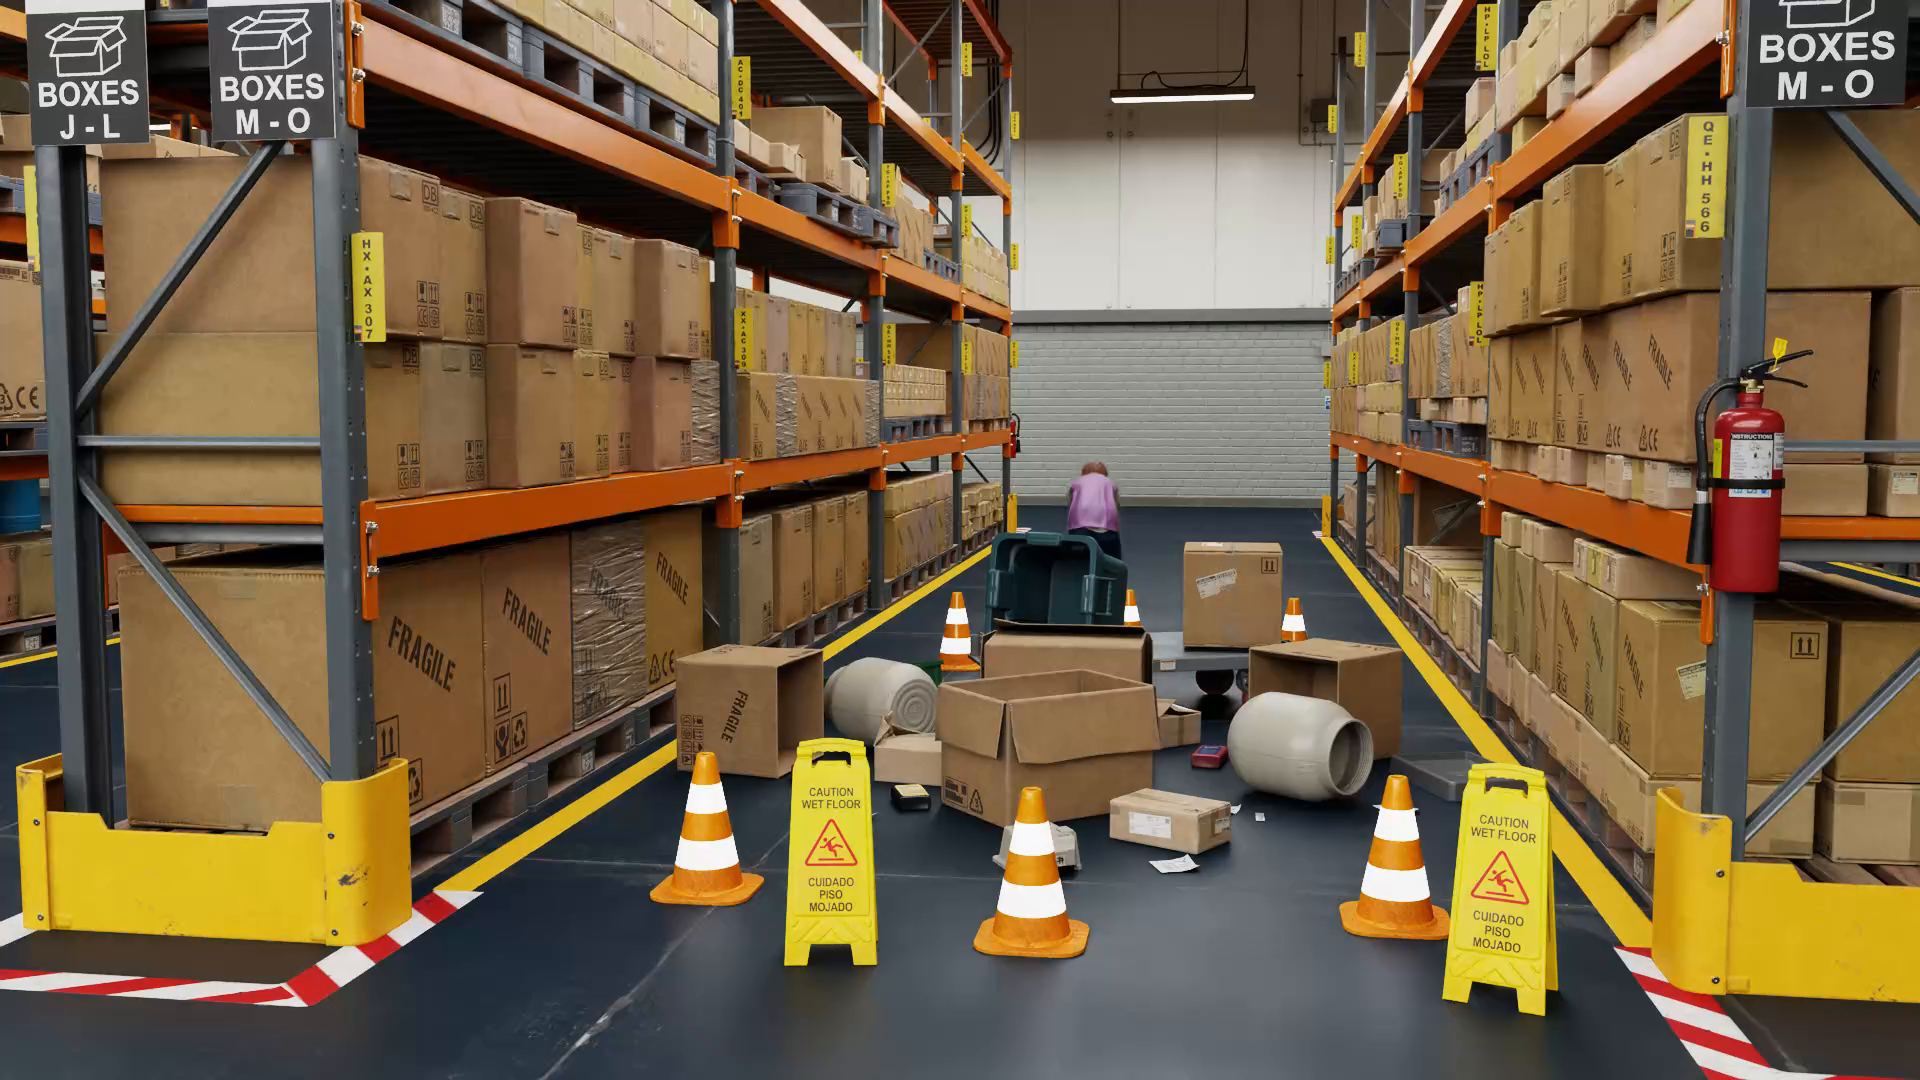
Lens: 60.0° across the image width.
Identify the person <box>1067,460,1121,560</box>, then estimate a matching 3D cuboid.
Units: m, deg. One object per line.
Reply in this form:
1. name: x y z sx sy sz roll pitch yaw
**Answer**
1. person: 0.936 0.072 11.609 0.389 1.215 0.811 1 5 7
